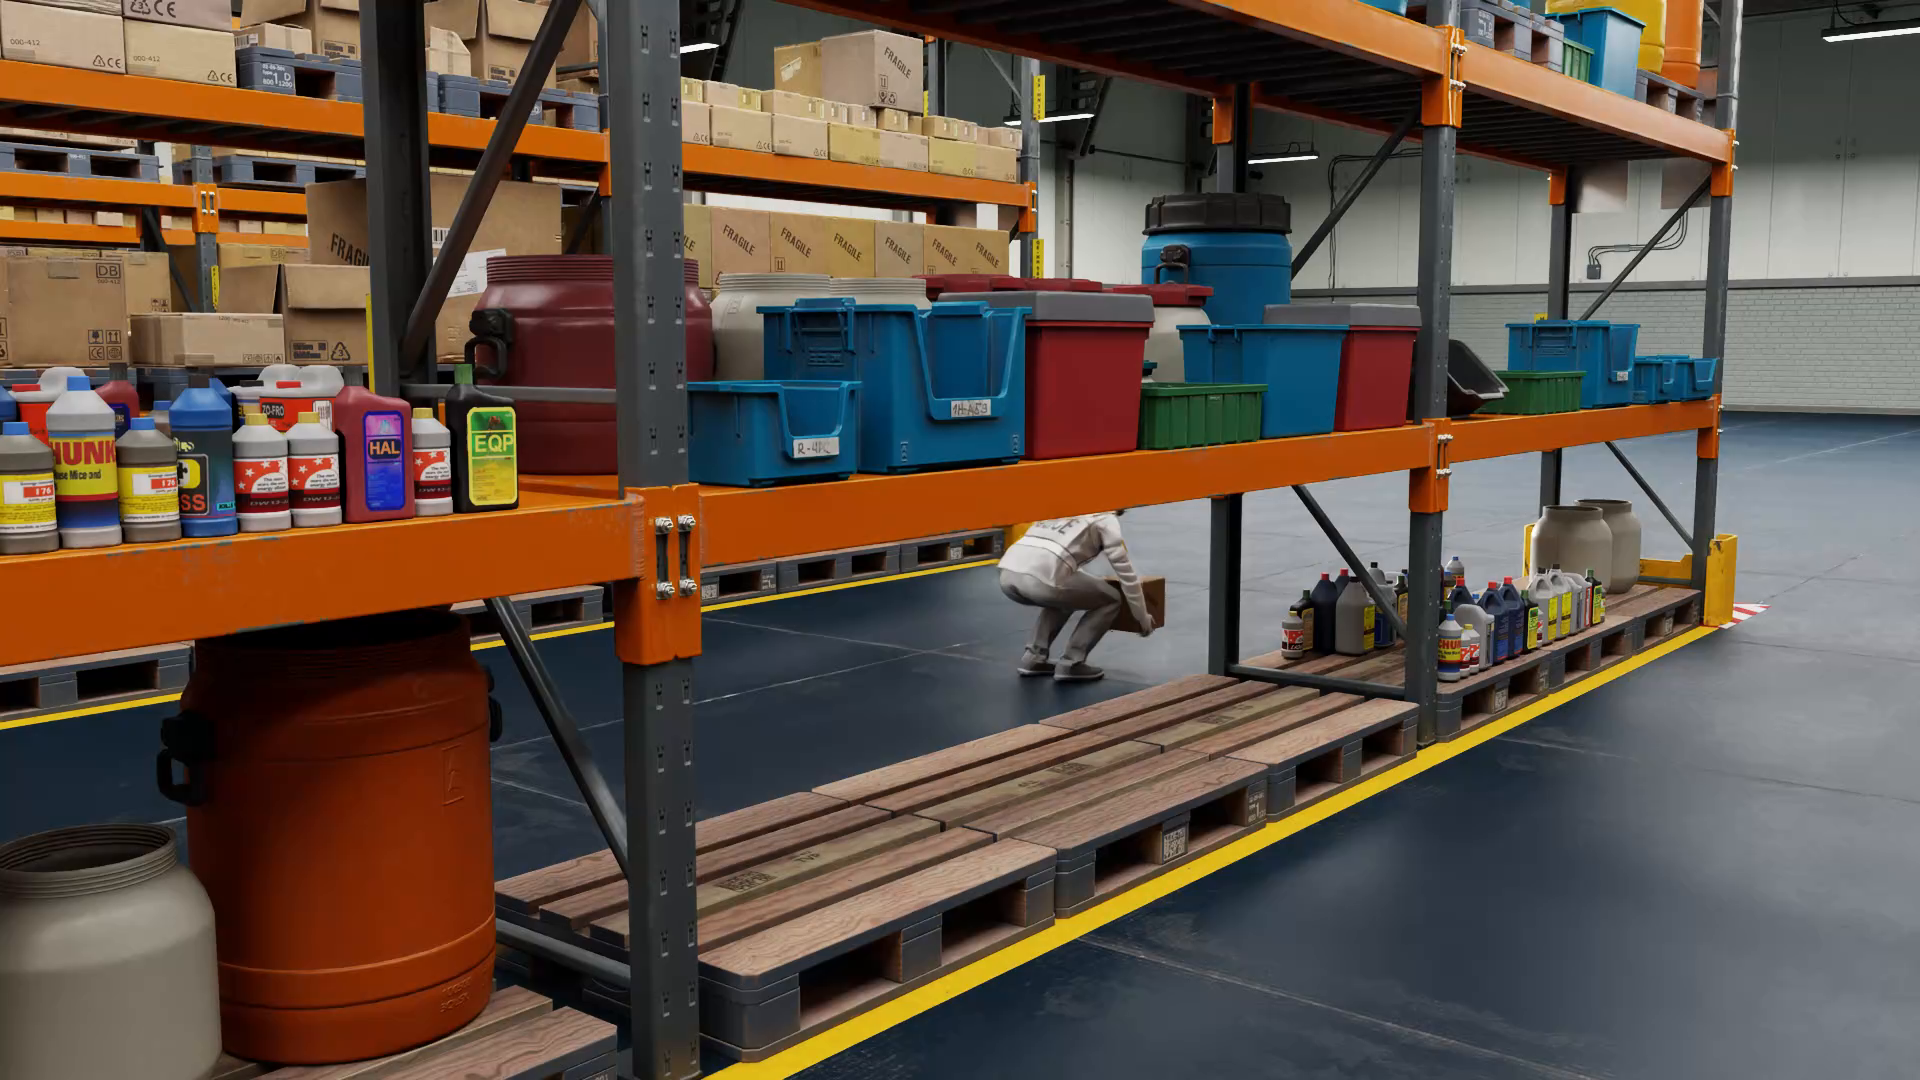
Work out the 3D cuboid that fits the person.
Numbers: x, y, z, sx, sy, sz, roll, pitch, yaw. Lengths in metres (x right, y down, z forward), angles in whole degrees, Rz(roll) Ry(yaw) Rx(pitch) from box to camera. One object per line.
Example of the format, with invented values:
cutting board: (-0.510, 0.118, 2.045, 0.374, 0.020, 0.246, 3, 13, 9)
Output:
person: (0.547, 0.166, 8.158, 0.820, 1.006, 0.488, -5, 8, -36)
